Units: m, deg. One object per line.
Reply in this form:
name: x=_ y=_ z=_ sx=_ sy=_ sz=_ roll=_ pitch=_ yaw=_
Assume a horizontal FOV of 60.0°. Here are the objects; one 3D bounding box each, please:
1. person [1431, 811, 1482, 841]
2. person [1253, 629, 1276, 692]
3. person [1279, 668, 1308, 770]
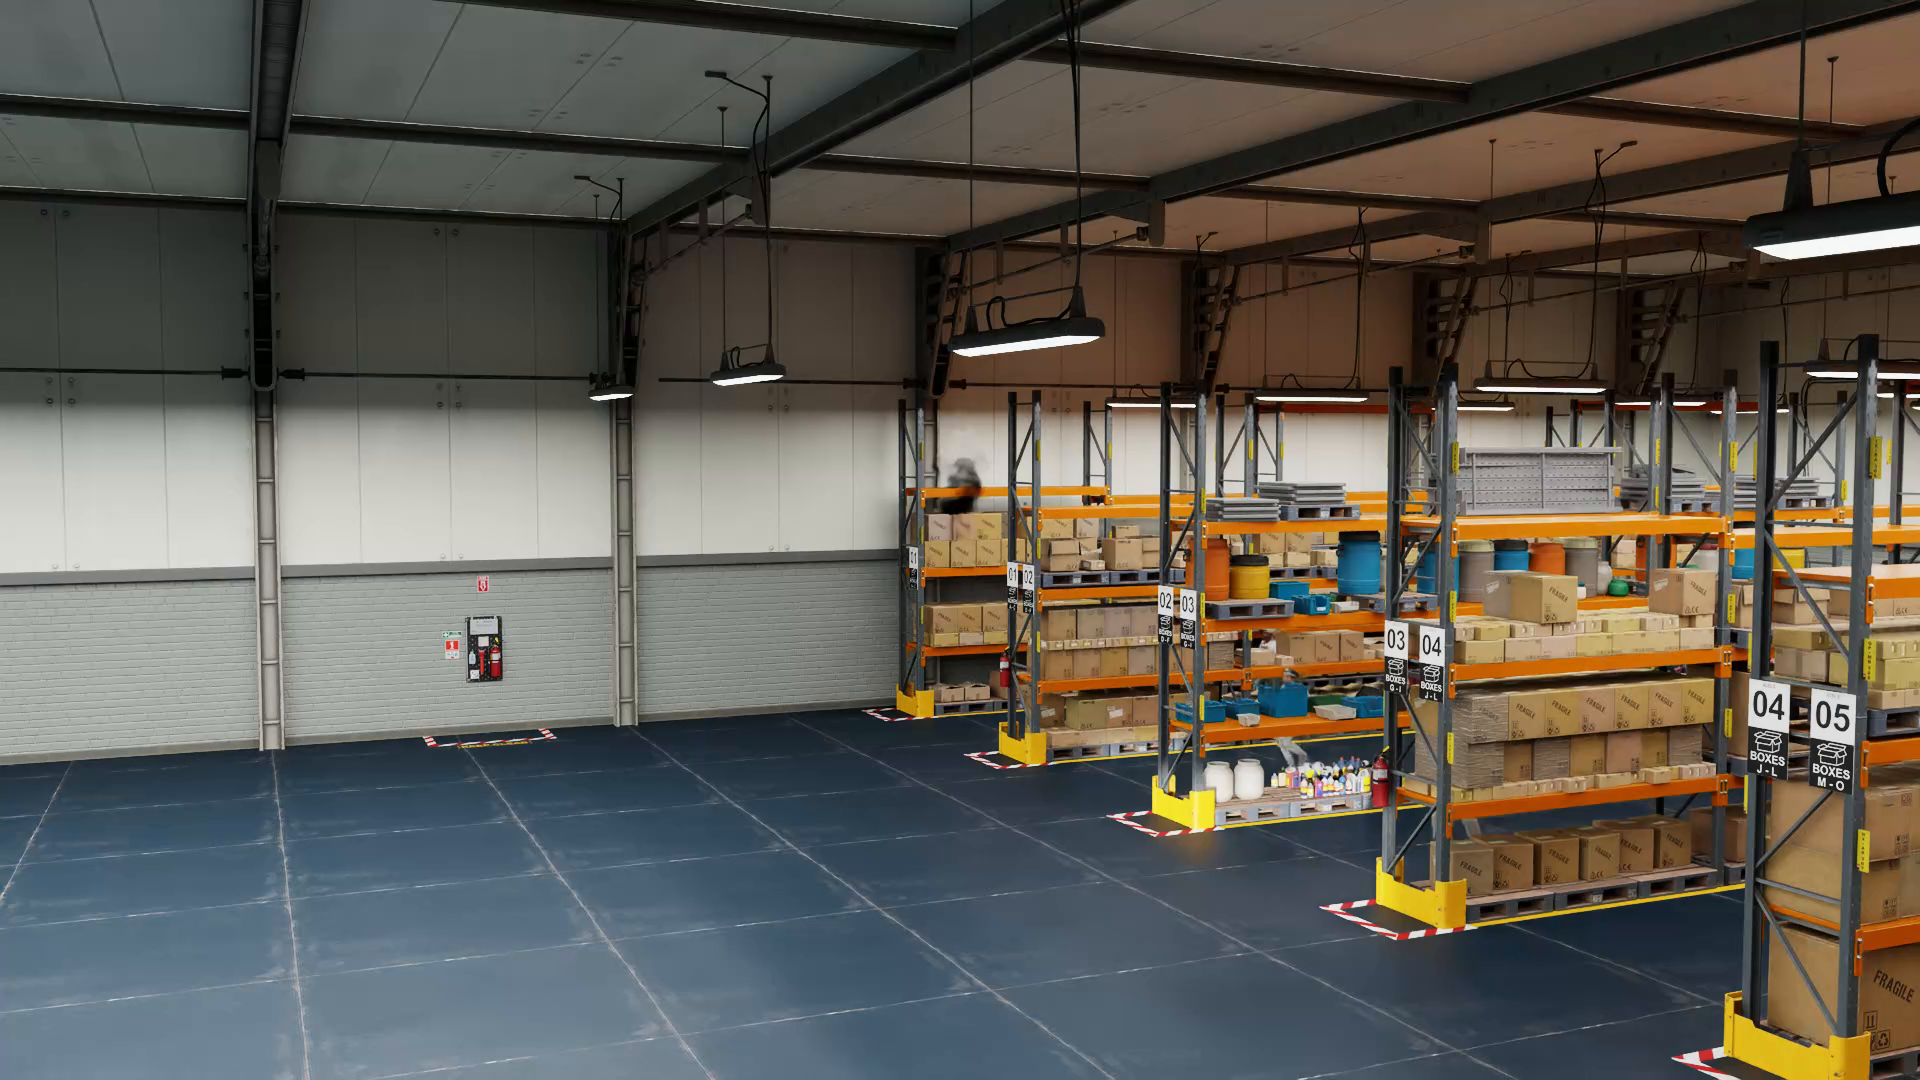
person: x=6.070 y=3.084 z=20.296 sx=0.937 sy=1.847 sz=0.659 roll=-2 pitch=4 yaw=-35
person: x=5.700 y=2.459 z=30.950 sx=0.933 sy=1.747 sz=0.710 roll=-1 pitch=4 yaw=-23
person: x=5.137 y=2.814 z=25.996 sx=0.521 sy=1.664 sz=0.625 roll=-2 pitch=4 yaw=-31
